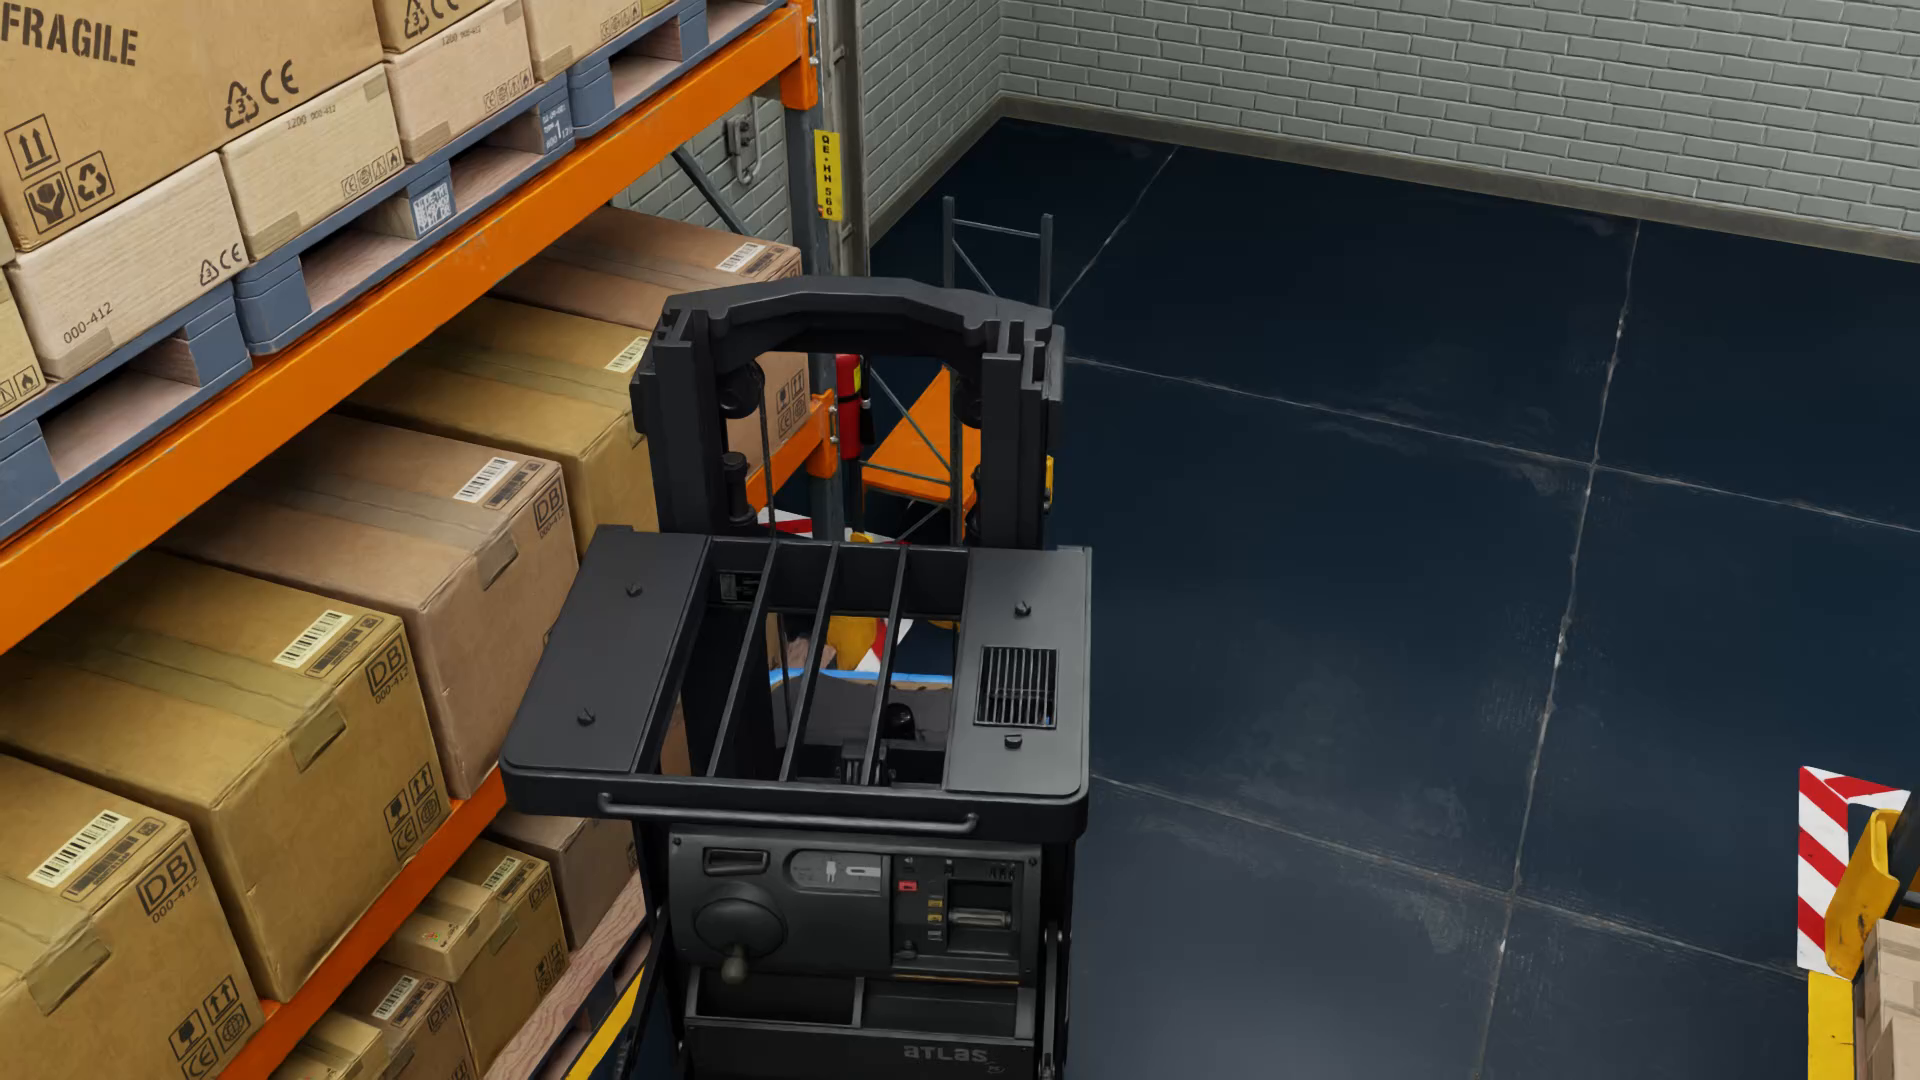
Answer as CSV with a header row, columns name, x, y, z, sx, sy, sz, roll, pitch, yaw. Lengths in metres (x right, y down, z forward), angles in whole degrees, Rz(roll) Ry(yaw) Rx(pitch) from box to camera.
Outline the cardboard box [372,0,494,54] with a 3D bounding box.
name,x,y,z,sx,sy,sz,roll,pitch,yaw
cardboard box,-1.372,-1.453,3.747,0.500,0.500,0.500,12,38,16

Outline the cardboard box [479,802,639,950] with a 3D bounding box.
name,x,y,z,sx,sy,sz,roll,pitch,yaw
cardboard box,-1.510,0.964,5.693,0.700,0.500,0.500,13,39,16

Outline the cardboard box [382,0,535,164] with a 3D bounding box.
name,x,y,z,sx,sy,sz,roll,pitch,yaw
cardboard box,-1.378,-1.142,3.957,0.500,0.250,0.500,13,39,16

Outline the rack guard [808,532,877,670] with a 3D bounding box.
name,x,y,z,sx,sy,sz,roll,pitch,yaw
rack guard,-0.946,0.152,7.128,1.175,0.500,0.348,14,39,18

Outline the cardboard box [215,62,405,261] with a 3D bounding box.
name,x,y,z,sx,sy,sz,roll,pitch,yaw
cardboard box,-1.575,-0.858,3.577,0.500,0.250,0.500,13,39,17

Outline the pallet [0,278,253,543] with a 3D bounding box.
name,x,y,z,sx,sy,sz,roll,pitch,yaw
pallet,-2.156,-0.237,3.131,1.003,0.211,1.213,14,39,18

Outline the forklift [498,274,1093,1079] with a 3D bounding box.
name,x,y,z,sx,sy,sz,roll,pitch,yaw
forklift,-0.277,0.993,3.973,1.130,2.935,3.031,3,37,4

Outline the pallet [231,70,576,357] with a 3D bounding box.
name,x,y,z,sx,sy,sz,roll,pitch,yaw
pallet,-1.690,-0.910,4.031,1.003,0.211,1.213,14,39,18

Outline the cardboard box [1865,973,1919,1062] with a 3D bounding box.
name,x,y,z,sx,sy,sz,roll,pitch,yaw
cardboard box,3.055,1.541,5.181,0.380,0.166,0.250,14,39,18

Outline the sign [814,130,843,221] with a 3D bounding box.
name,x,y,z,sx,sy,sz,roll,pitch,yaw
sign,-0.458,-1.263,5.769,0.100,0.325,0.005,14,39,18

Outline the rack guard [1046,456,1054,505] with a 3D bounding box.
name,x,y,z,sx,sy,sz,roll,pitch,yaw
rack guard,0.160,-0.334,7.988,0.587,0.250,0.087,14,39,18

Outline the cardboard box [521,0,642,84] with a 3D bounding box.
name,x,y,z,sx,sy,sz,roll,pitch,yaw
cardboard box,-1.185,-1.431,4.344,0.500,0.250,0.500,12,39,16

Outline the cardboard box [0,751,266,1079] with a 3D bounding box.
name,x,y,z,sx,sy,sz,roll,pitch,yaw
cardboard box,-2.255,0.962,3.706,0.980,0.700,0.700,14,39,18

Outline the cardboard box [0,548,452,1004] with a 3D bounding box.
name,x,y,z,sx,sy,sz,roll,pitch,yaw
cardboard box,-1.972,0.559,4.245,0.980,0.700,0.700,13,39,17

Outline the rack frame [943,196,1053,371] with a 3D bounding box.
name,x,y,z,sx,sy,sz,roll,pitch,yaw
rack frame,0.161,-0.835,7.614,0.500,1.500,0.032,14,39,18

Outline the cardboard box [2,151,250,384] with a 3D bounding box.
name,x,y,z,sx,sy,sz,roll,pitch,yaw
cardboard box,-1.763,-0.572,3.195,0.500,0.250,0.500,13,39,17

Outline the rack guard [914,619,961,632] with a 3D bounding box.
name,x,y,z,sx,sy,sz,roll,pitch,yaw
rack guard,-0.218,0.218,7.250,0.587,0.250,0.087,14,39,18

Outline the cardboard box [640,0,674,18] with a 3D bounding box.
name,x,y,z,sx,sy,sz,roll,pitch,yaw
cardboard box,-0.988,-1.719,4.730,0.500,0.250,0.500,15,39,19

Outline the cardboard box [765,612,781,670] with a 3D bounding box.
name,x,y,z,sx,sy,sz,roll,pitch,yaw
cardboard box,-1.129,0.408,6.436,0.700,0.500,0.500,14,39,18

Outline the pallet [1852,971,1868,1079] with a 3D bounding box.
name,x,y,z,sx,sy,sz,roll,pitch,yaw
pallet,3.296,1.892,5.043,1.003,0.211,1.213,14,39,18

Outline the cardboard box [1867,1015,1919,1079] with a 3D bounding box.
name,x,y,z,sx,sy,sz,roll,pitch,yaw
cardboard box,2.968,1.729,4.860,0.500,0.250,0.500,14,39,18

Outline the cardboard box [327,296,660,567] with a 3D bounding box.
name,x,y,z,sx,sy,sz,roll,pitch,yaw
cardboard box,-1.406,-0.266,5.349,0.980,0.700,0.700,14,39,17

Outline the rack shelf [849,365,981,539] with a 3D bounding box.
name,x,y,z,sx,sy,sz,roll,pitch,yaw
rack shelf,-0.032,-0.410,7.345,0.538,0.185,1.000,14,39,18

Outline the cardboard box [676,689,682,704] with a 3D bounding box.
name,x,y,z,sx,sy,sz,roll,pitch,yaw
cardboard box,-1.106,0.402,5.902,0.380,0.149,0.250,15,39,19

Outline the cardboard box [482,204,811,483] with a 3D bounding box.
name,x,y,z,sx,sy,sz,roll,pitch,yaw
cardboard box,-1.140,-0.671,5.892,0.980,0.700,0.700,16,40,20

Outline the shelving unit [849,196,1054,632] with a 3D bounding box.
name,x,y,z,sx,sy,sz,roll,pitch,yaw
shelving unit,-0.029,-0.559,7.245,0.587,1.500,1.083,14,39,18

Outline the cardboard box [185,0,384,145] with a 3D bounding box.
name,x,y,z,sx,sy,sz,roll,pitch,yaw
cardboard box,-1.573,-1.162,3.359,0.500,0.500,0.500,14,39,18

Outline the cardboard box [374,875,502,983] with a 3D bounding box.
name,x,y,z,sx,sy,sz,roll,pitch,yaw
cardboard box,-1.600,1.125,4.935,0.380,0.149,0.250,13,39,16

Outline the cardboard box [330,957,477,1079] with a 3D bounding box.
name,x,y,z,sx,sy,sz,roll,pitch,yaw
cardboard box,-1.903,1.544,4.916,0.700,0.500,0.500,13,39,17

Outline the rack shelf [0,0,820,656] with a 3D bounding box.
name,x,y,z,sx,sy,sz,roll,pitch,yaw
rack shelf,-1.716,-0.641,4.198,1.077,0.370,4.000,14,39,18

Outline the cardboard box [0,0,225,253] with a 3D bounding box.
name,x,y,z,sx,sy,sz,roll,pitch,yaw
cardboard box,-1.756,-0.888,2.991,0.500,0.500,0.500,13,39,17

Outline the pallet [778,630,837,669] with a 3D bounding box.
name,x,y,z,sx,sy,sz,roll,pitch,yaw
pallet,-1.187,0.742,6.581,1.003,0.211,1.213,14,39,18

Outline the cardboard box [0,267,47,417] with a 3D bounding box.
name,x,y,z,sx,sy,sz,roll,pitch,yaw
cardboard box,-1.970,-0.293,2.822,0.500,0.250,0.500,14,39,18

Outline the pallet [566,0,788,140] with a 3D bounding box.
name,x,y,z,sx,sy,sz,roll,pitch,yaw
pallet,-1.227,-1.588,4.938,1.003,0.211,1.213,14,39,18

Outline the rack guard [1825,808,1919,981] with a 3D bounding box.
name,x,y,z,sx,sy,sz,roll,pitch,yaw
rack guard,3.599,1.334,5.547,1.175,0.500,0.348,14,39,18

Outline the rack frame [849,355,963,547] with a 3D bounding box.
name,x,y,z,sx,sy,sz,roll,pitch,yaw
rack frame,-0.226,-0.272,6.861,0.500,1.500,0.032,14,39,18

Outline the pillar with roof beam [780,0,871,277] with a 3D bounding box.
name,x,y,z,sx,sy,sz,roll,pitch,yaw
pillar with roof beam,3.254,-3.950,5.518,9.100,9.000,0.400,14,39,18

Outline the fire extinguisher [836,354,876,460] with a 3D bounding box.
name,x,y,z,sx,sy,sz,roll,pitch,yaw
fire extinguisher,-0.471,-0.634,6.468,0.296,0.674,0.183,14,39,18

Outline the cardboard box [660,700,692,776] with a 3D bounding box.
name,x,y,z,sx,sy,sz,roll,pitch,yaw
cardboard box,-1.319,0.685,6.065,0.700,0.500,0.500,14,39,18

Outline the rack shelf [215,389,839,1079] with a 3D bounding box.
name,x,y,z,sx,sy,sz,roll,pitch,yaw
rack shelf,-1.716,0.560,5.096,1.077,0.370,4.000,14,39,18

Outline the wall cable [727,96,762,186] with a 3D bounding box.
name,x,y,z,sx,sy,sz,roll,pitch,yaw
wall cable,-1.342,-2.167,7.295,0.084,1.984,1.851,14,39,18

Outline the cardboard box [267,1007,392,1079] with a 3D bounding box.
name,x,y,z,sx,sy,sz,roll,pitch,yaw
cardboard box,-1.798,1.414,4.549,0.380,0.149,0.250,15,39,19

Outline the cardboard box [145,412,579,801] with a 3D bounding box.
name,x,y,z,sx,sy,sz,roll,pitch,yaw
cardboard box,-1.705,0.154,4.787,0.980,0.700,0.700,12,38,16

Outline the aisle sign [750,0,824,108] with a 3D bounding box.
name,x,y,z,sx,sy,sz,roll,pitch,yaw
aisle sign,-0.650,-1.848,5.546,0.394,0.787,0.004,14,39,18

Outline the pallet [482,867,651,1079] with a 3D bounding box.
name,x,y,z,sx,sy,sz,roll,pitch,yaw
pallet,-1.652,1.415,5.681,1.003,0.211,1.213,14,39,18

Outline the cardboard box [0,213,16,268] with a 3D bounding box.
name,x,y,z,sx,sy,sz,roll,pitch,yaw
cardboard box,-1.946,-0.602,2.609,0.500,0.500,0.500,13,39,17

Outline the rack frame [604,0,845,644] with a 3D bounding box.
name,x,y,z,sx,sy,sz,roll,pitch,yaw
rack frame,-0.955,-0.835,6.362,1.000,3.000,0.127,14,39,18

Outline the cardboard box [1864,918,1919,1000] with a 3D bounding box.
name,x,y,z,sx,sy,sz,roll,pitch,yaw
cardboard box,3.151,1.410,5.372,0.380,0.149,0.250,14,39,18

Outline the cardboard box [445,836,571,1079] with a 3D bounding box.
name,x,y,z,sx,sy,sz,roll,pitch,yaw
cardboard box,-1.706,1.260,5.295,0.700,0.500,0.500,15,39,19

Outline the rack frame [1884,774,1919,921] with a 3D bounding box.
name,x,y,z,sx,sy,sz,roll,pitch,yaw
rack frame,3.628,0.291,4.855,1.000,3.000,0.127,14,39,18
